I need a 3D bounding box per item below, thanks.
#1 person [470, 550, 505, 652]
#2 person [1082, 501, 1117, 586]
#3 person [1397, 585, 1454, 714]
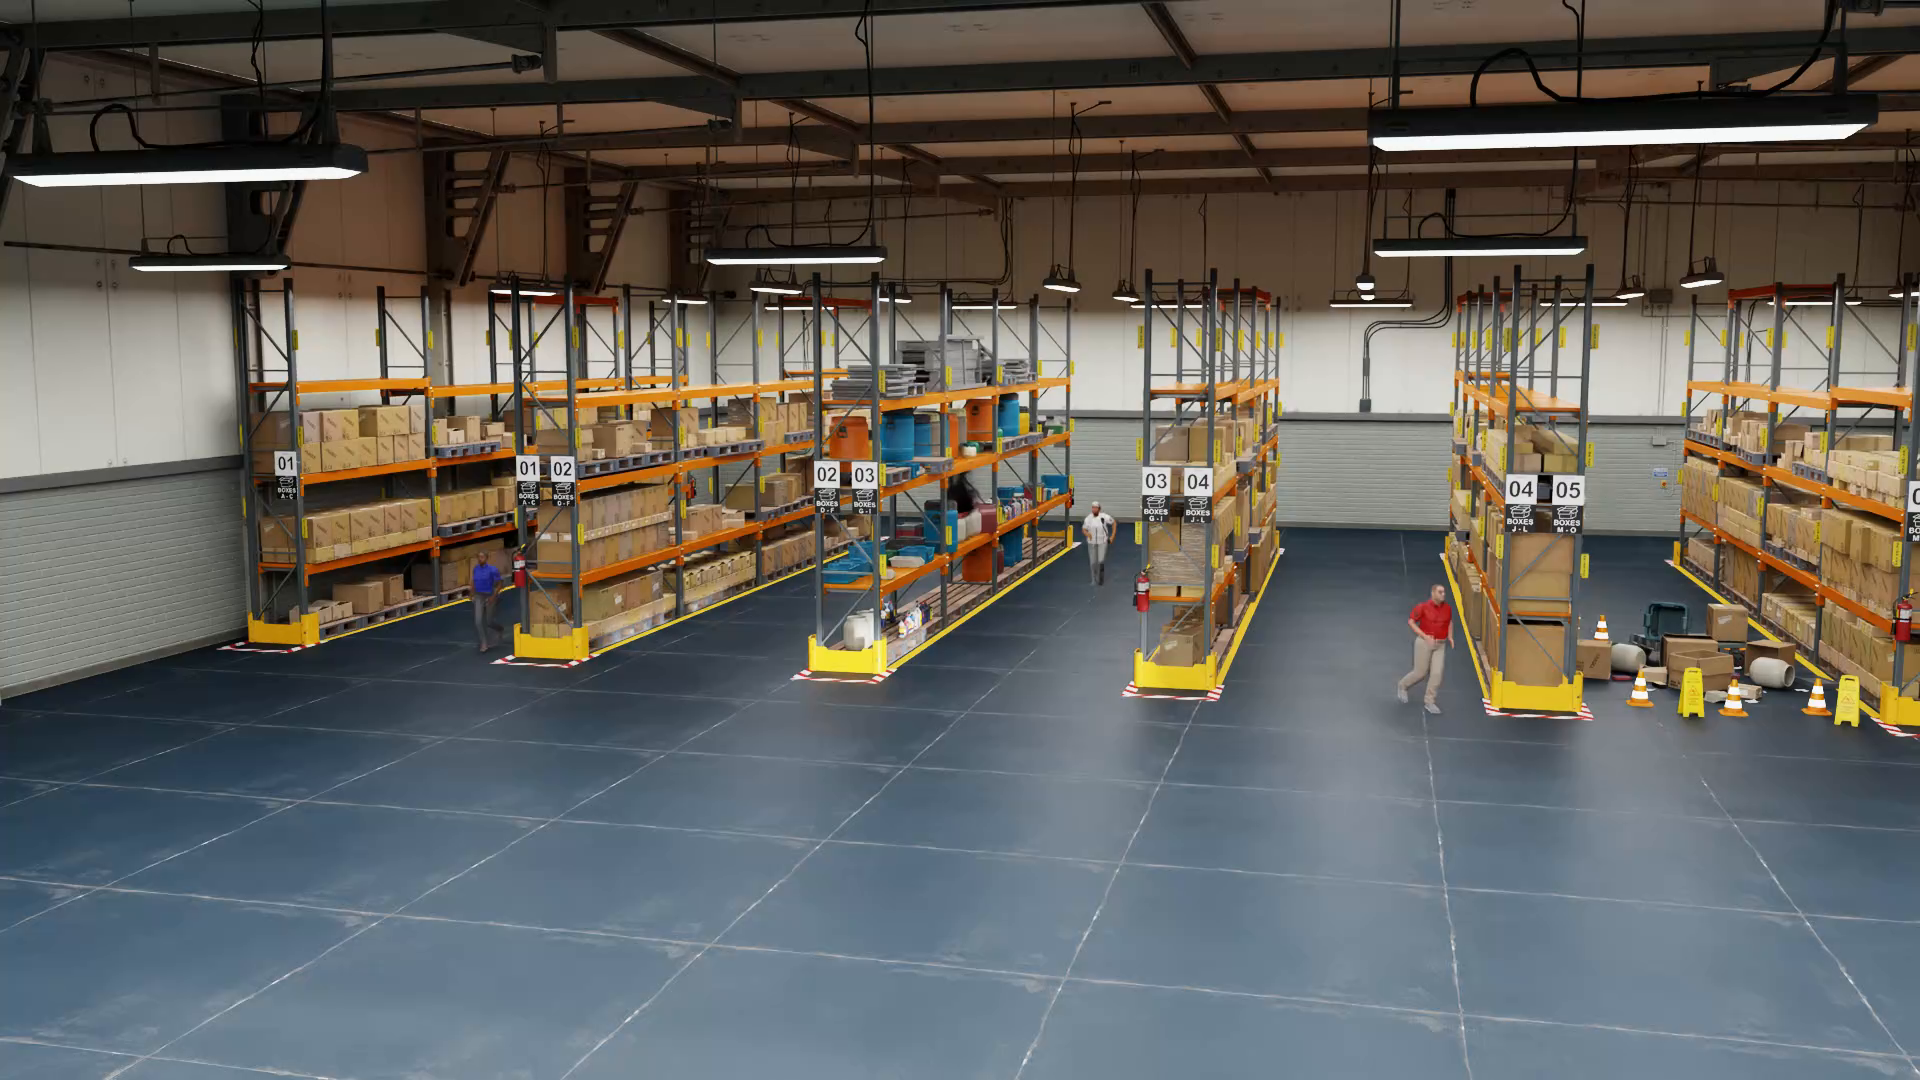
[{"bbox_3d":[-7.703,0.972,27.130,0.585,1.651,0.696,2,7,12],"label":"person"},{"bbox_3d":[2.660,0.078,31.953,0.628,1.646,0.732,2,7,15],"label":"person"},{"bbox_3d":[6.445,1.455,22.697,0.712,1.715,0.764,-2,7,-17],"label":"person"}]
